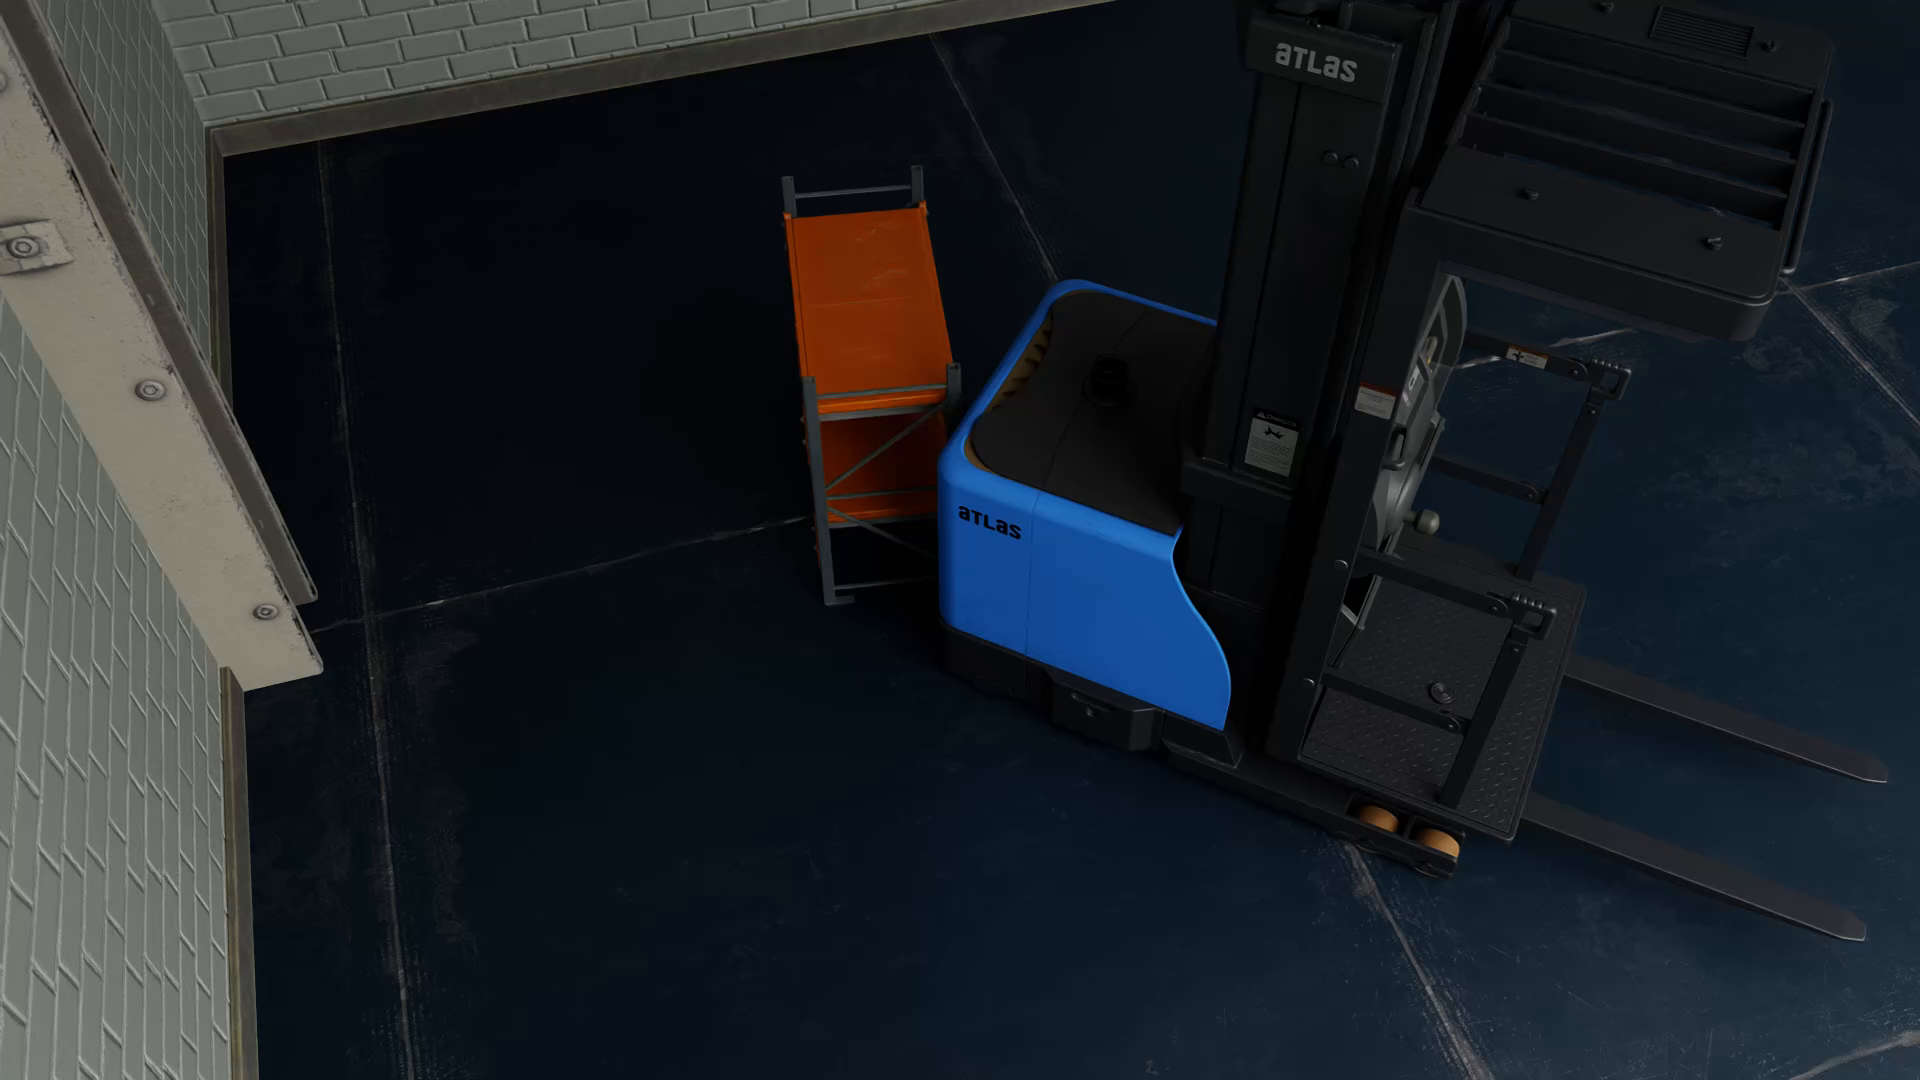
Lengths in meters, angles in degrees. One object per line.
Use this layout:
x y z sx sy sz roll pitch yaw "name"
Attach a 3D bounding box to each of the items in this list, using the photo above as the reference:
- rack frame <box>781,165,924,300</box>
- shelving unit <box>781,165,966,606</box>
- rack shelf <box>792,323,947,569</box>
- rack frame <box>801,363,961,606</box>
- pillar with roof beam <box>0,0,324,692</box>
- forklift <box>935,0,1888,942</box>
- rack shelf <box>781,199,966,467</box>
-0.381 -0.931 6.299 0.500 1.125 0.032 -6 50 -5 "rack frame"
-0.314 -0.546 5.975 0.538 1.125 1.048 -6 50 -5 "shelving unit"
-0.314 -0.388 6.162 0.538 0.278 1.000 -6 50 -5 "rack shelf"
-0.247 -0.161 5.650 0.500 1.125 0.032 -6 50 -5 "rack frame"
1.665 -3.517 3.329 9.100 9.000 0.400 -13 51 -11 "pillar with roof beam"
1.471 -0.335 4.615 3.031 2.935 1.130 20 53 16 "forklift"
-0.314 -0.735 5.751 0.538 0.278 1.000 -6 50 -5 "rack shelf"
